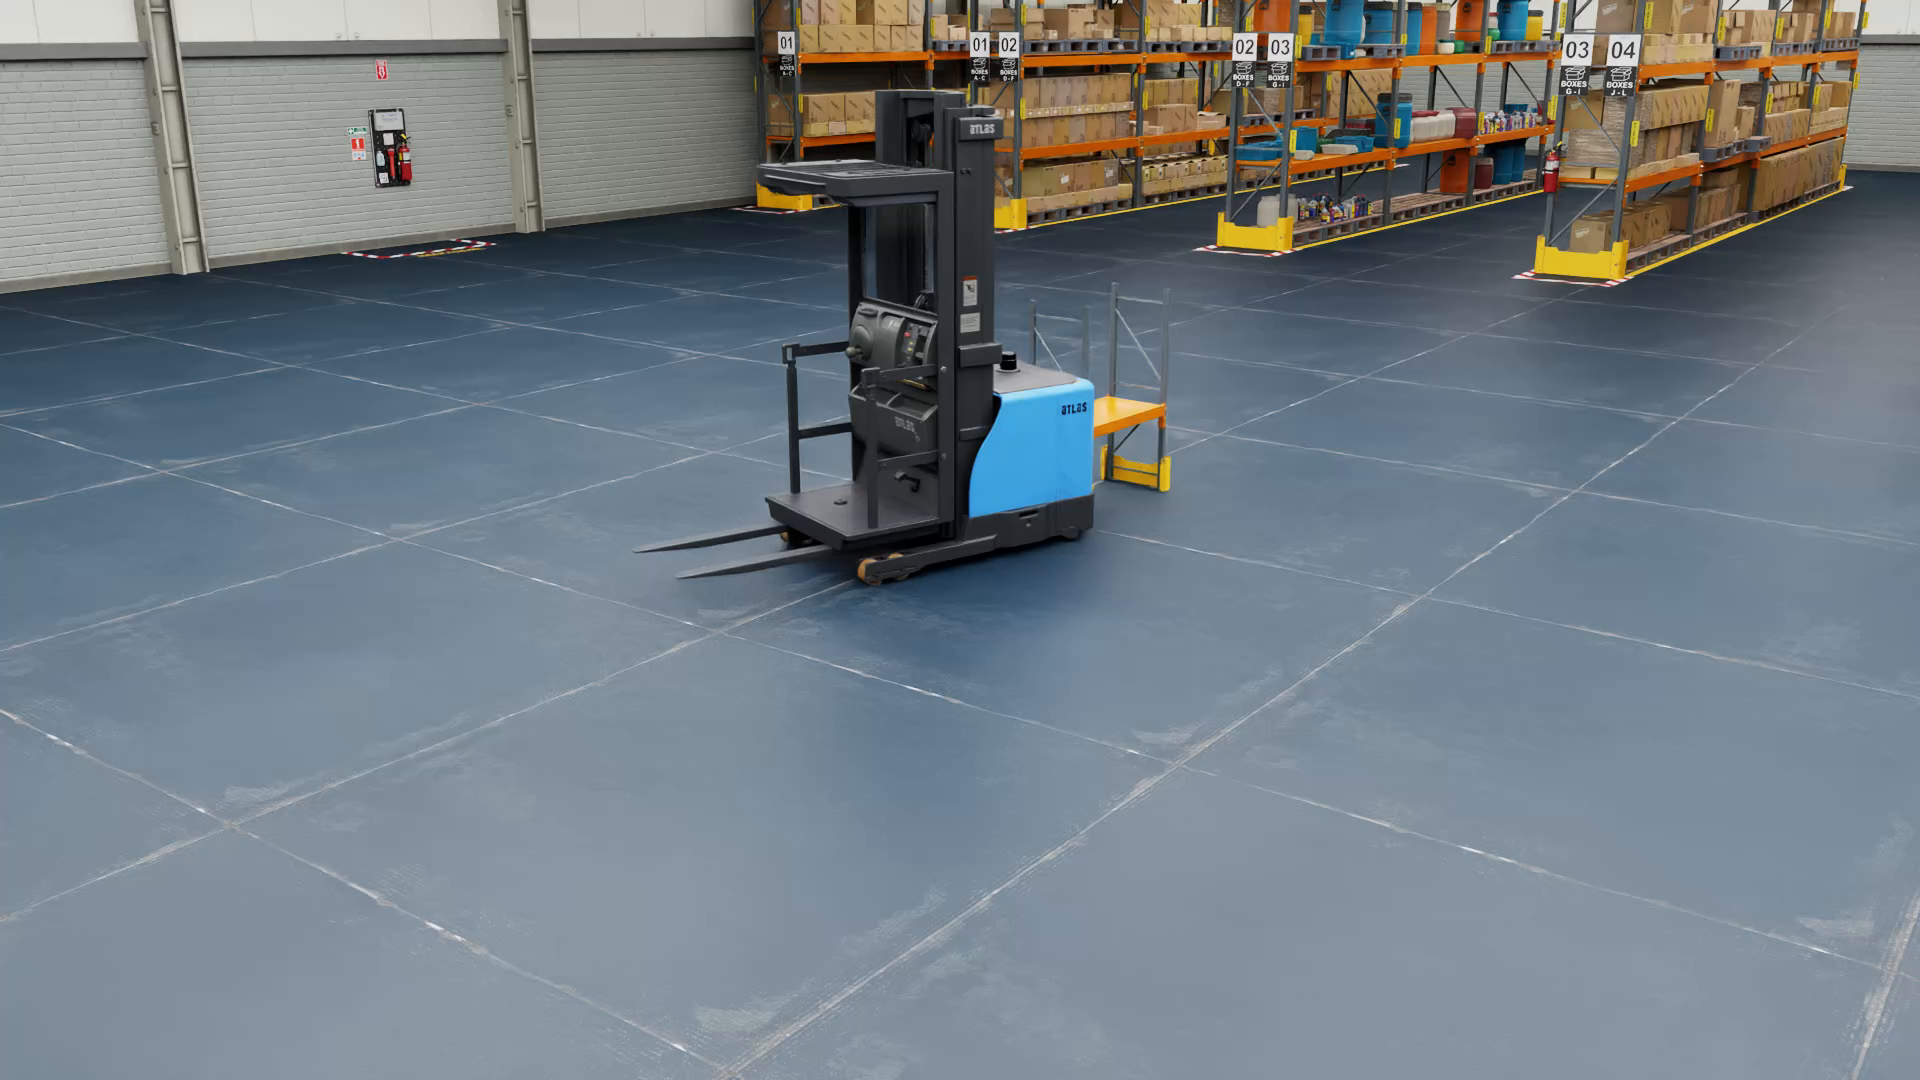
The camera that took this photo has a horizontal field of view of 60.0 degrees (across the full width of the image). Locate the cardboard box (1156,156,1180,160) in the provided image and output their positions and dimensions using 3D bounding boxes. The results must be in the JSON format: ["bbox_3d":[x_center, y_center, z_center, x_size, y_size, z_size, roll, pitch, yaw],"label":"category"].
[{"bbox_3d":[4.214,-7.596,33.630,0.500,0.311,0.500,12,21,33],"label":"cardboard box"}]

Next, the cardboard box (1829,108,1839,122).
[{"bbox_3d":[17.413,-8.582,33.572,0.500,0.250,0.500,12,21,33],"label":"cardboard box"}]

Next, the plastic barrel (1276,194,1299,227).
[{"bbox_3d":[5.213,-5.282,26.681,0.421,0.512,0.421,0,17,0],"label":"plastic barrel"}]

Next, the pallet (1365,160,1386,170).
[{"bbox_3d":[9.621,-9.127,40.279,1.003,0.211,1.213,12,21,35],"label":"pallet"}]

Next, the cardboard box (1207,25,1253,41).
[{"bbox_3d":[5.607,-10.352,34.293,0.910,0.500,0.500,12,21,35],"label":"cardboard box"}]

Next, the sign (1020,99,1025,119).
[{"bbox_3d":[1.049,-7.208,27.803,0.100,0.325,0.005,12,21,35],"label":"sign"}]

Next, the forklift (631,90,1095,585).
[{"bbox_3d":[-0.597,-1.295,10.473,3.031,2.935,1.130,-11,21,-33],"label":"forklift"}]

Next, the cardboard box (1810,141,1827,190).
[{"bbox_3d":[16.705,-7.506,33.231,0.875,0.875,0.875,12,21,35],"label":"cardboard box"}]

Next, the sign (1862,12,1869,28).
[{"bbox_3d":[18.522,-10.634,34.011,0.100,0.325,0.005,12,21,35],"label":"sign"}]

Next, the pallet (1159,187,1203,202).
[{"bbox_3d":[4.125,-6.951,33.272,1.003,0.211,1.213,12,21,35],"label":"pallet"}]

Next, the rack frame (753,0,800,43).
[{"bbox_3d":[-3.373,-10.596,30.190,1.000,3.000,0.127,12,21,35],"label":"rack frame"}]

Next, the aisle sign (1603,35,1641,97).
[{"bbox_3d":[8.765,-6.278,22.020,0.394,0.787,0.004,12,21,35],"label":"aisle sign"}]

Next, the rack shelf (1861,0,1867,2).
[{"bbox_3d":[16.903,-10.770,32.638,1.077,0.370,4.000,12,21,35],"label":"rack shelf"}]

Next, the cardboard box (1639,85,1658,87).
[{"bbox_3d":[10.175,-6.543,24.900,0.500,0.500,0.500,12,21,35],"label":"cardboard box"}]

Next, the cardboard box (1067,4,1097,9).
[{"bbox_3d":[2.830,-12.317,38.615,0.500,0.250,0.500,12,21,33],"label":"cardboard box"}]

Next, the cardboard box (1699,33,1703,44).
[{"bbox_3d":[10.670,-7.358,24.402,0.380,0.149,0.250,11,20,32],"label":"cardboard box"}]

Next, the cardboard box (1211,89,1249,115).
[{"bbox_3d":[5.659,-9.180,34.869,0.700,0.500,0.500,5,18,16],"label":"cardboard box"}]

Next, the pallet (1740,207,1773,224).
[{"bbox_3d":[13.858,-5.853,29.735,1.003,0.211,1.213,12,21,35],"label":"pallet"}]

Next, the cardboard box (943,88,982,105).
[{"bbox_3d":[0.047,-9.350,35.386,0.700,0.500,0.500,16,24,42],"label":"cardboard box"}]

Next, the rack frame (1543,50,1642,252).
[{"bbox_3d":[8.561,-5.105,22.624,1.000,3.000,0.127,12,21,35],"label":"rack frame"}]

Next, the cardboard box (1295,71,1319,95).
[{"bbox_3d":[7.851,-10.406,37.839,0.500,0.500,0.500,13,21,35],"label":"cardboard box"}]

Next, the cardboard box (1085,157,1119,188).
[{"bbox_3d":[2.583,-6.788,30.709,0.500,0.500,0.500,12,21,35],"label":"cardboard box"}]

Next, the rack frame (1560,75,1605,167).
[{"bbox_3d":[14.116,-9.791,37.714,1.000,3.000,0.127,12,21,35],"label":"rack frame"}]

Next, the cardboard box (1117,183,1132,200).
[{"bbox_3d":[2.890,-6.547,31.197,0.500,0.250,0.500,12,21,35],"label":"cardboard box"}]

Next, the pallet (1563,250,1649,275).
[{"bbox_3d":[9.119,-3.978,23.699,1.003,0.211,1.213,12,21,35],"label":"pallet"}]

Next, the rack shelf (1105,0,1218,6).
[{"bbox_3d":[4.968,-13.395,41.093,1.077,0.370,4.000,12,21,35],"label":"rack shelf"}]

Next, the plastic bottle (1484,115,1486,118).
[{"bbox_3d":[10.600,-8.515,33.816,0.152,0.276,0.135,12,21,35],"label":"plastic bottle"}]

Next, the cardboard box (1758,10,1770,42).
[{"bbox_3d":[12.947,-8.447,27.318,0.500,0.500,0.500,12,21,35],"label":"cardboard box"}]

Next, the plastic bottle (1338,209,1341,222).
[{"bbox_3d":[6.237,-5.359,27.421,0.097,0.201,0.097,0,17,0],"label":"plastic bottle"}]

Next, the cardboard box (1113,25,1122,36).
[{"bbox_3d":[3.996,-12.402,40.442,0.500,0.250,0.500,13,21,35],"label":"cardboard box"}]

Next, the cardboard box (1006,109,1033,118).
[{"bbox_3d":[1.014,-7.269,28.331,0.380,0.149,0.250,12,21,34],"label":"cardboard box"}]

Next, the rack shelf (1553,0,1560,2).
[{"bbox_3d":[10.541,-10.692,32.388,1.077,0.370,4.000,12,21,35],"label":"rack shelf"}]

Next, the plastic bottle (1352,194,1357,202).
[{"bbox_3d":[6.698,-5.699,28.262,0.144,0.351,0.185,12,21,35],"label":"plastic bottle"}]

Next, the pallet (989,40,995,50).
[{"bbox_3d":[0.079,-10.402,34.940,1.213,0.211,1.003,12,21,35],"label":"pallet"}]

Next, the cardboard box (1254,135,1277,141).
[{"bbox_3d":[6.678,-8.778,36.662,0.500,0.250,0.500,12,21,35],"label":"cardboard box"}]

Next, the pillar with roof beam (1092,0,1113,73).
[{"bbox_3d":[6.957,-13.012,37.973,9.100,9.000,0.400,12,21,35],"label":"pillar with roof beam"}]

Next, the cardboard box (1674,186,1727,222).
[{"bbox_3d":[12.292,-5.593,27.668,0.700,0.500,0.500,15,23,39],"label":"cardboard box"}]

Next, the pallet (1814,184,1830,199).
[{"bbox_3d":[16.953,-7.090,33.719,1.003,0.211,1.213,12,21,35],"label":"pallet"}]

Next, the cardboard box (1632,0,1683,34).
[{"bbox_3d":[9.662,-7.272,23.031,0.500,0.500,0.500,12,21,34],"label":"cardboard box"}]

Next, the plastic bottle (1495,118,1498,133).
[{"bbox_3d":[10.451,-8.089,32.452,0.097,0.271,0.097,0,17,0],"label":"plastic bottle"}]

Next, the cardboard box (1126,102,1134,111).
[{"bbox_3d":[3.001,-8.064,30.890,0.380,0.149,0.250,12,21,35],"label":"cardboard box"}]

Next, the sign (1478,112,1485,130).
[{"bbox_3d":[9.796,-7.868,31.246,0.100,0.325,0.005,12,21,35],"label":"sign"}]

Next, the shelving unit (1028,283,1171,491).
[{"bbox_3d":[1.010,-1.027,12.022,0.587,1.500,1.083,14,22,37],"label":"shelving unit"}]

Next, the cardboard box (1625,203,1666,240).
[{"bbox_3d":[10.339,-4.838,25.272,0.500,0.500,0.500,-12,21,-33],"label":"cardboard box"}]

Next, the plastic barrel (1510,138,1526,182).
[{"bbox_3d":[11.395,-7.910,34.487,0.600,0.901,0.708,12,21,35],"label":"plastic barrel"}]

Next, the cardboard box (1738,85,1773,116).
[{"bbox_3d":[13.776,-7.708,29.147,0.797,0.503,0.637,13,22,37],"label":"cardboard box"}]

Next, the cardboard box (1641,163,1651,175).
[{"bbox_3d":[9.534,-5.245,23.499,0.380,0.149,0.250,12,21,35],"label":"cardboard box"}]

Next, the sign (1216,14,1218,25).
[{"bbox_3d":[6.588,-13.260,42.467,0.100,0.325,0.005,12,21,35],"label":"sign"}]

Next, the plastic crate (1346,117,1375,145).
[{"bbox_3d":[7.009,-7.133,29.046,0.402,0.464,0.583,12,21,35],"label":"plastic crate"}]

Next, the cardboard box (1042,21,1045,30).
[{"bbox_3d":[1.413,-8.967,29.209,0.500,0.311,0.500,16,23,41],"label":"cardboard box"}]

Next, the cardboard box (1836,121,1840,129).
[{"bbox_3d":[17.692,-8.471,33.888,0.380,0.149,0.250,13,21,36],"label":"cardboard box"}]

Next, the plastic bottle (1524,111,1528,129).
[{"bbox_3d":[11.448,-8.538,33.762,0.144,0.351,0.185,12,21,35],"label":"plastic bottle"}]

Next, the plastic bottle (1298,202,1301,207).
[{"bbox_3d":[5.580,-5.492,27.723,0.152,0.276,0.135,12,21,33],"label":"plastic bottle"}]

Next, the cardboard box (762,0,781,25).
[{"bbox_3d":[-3.326,-9.847,30.948,0.500,0.500,0.500,14,22,37],"label":"cardboard box"}]

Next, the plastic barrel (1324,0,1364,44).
[{"bbox_3d":[6.287,-8.587,27.226,0.600,0.901,0.708,12,21,35],"label":"plastic barrel"}]

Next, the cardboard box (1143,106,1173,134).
[{"bbox_3d":[3.775,-8.162,32.300,0.500,0.500,0.500,14,22,39],"label":"cardboard box"}]
